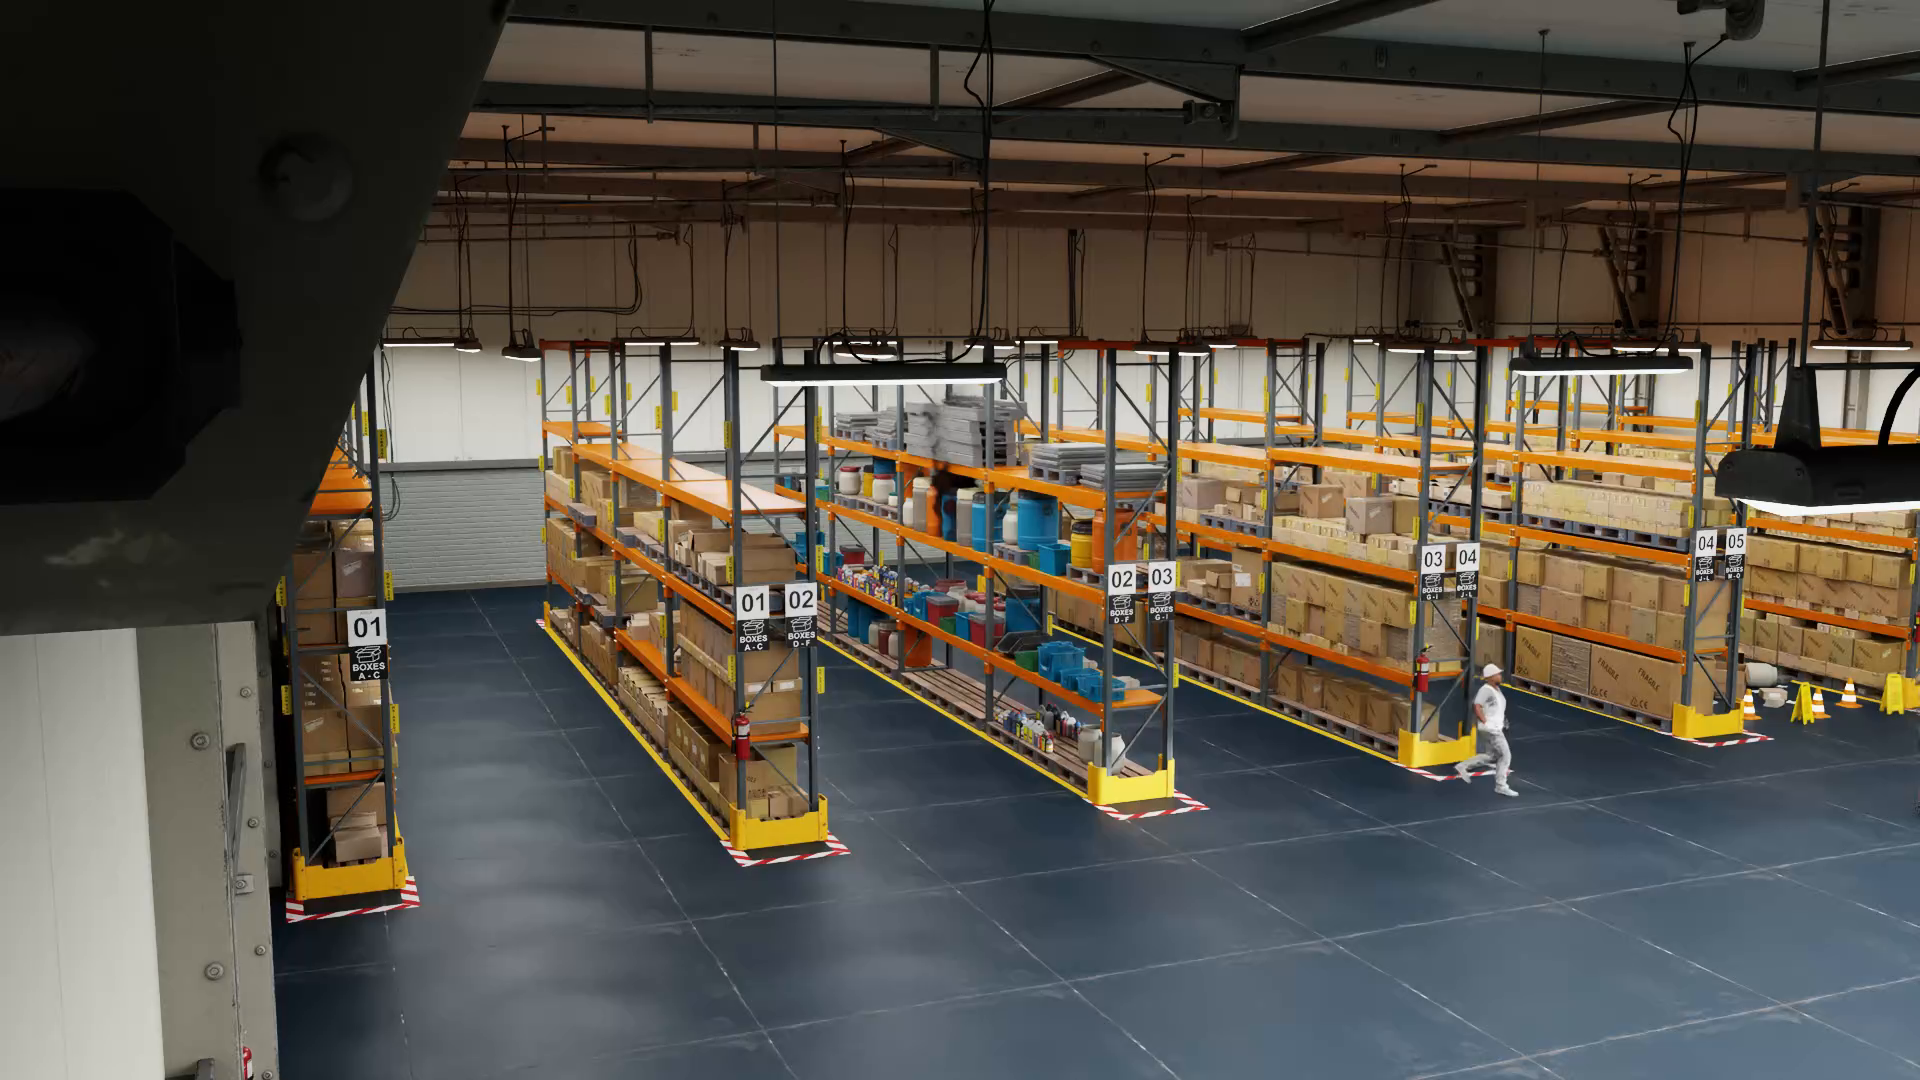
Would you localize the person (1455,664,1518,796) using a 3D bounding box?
[{"bbox_3d":[7.155,2.554,22.516,0.845,1.765,0.704,3,8,22],"label":"person"}]
